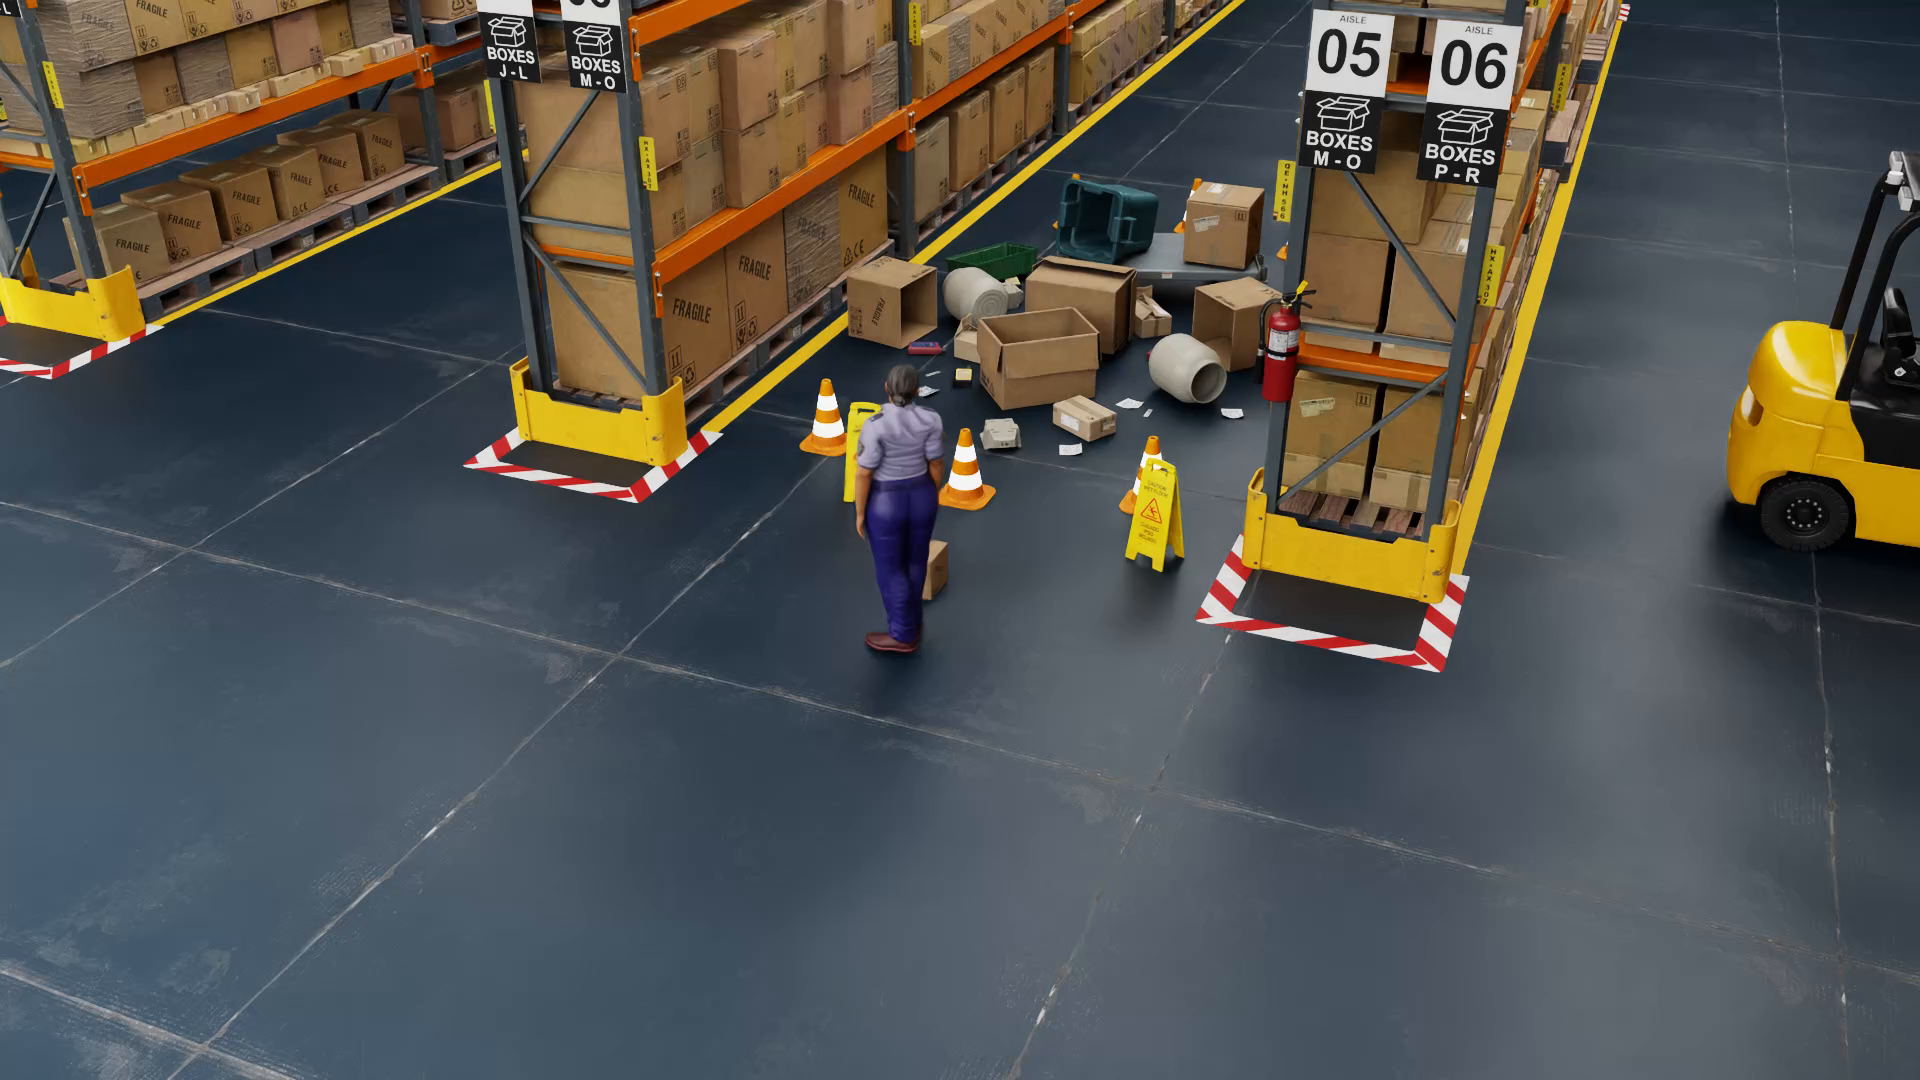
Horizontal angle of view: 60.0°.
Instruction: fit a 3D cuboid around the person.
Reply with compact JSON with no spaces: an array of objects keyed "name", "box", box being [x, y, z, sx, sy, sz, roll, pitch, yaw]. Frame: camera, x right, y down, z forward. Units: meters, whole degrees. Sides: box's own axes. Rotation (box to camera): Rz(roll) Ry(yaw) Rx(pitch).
[{"name":"person","box":[-0.321,-0.168,8.688,0.490,1.654,0.379,-13,32,-21]}]
